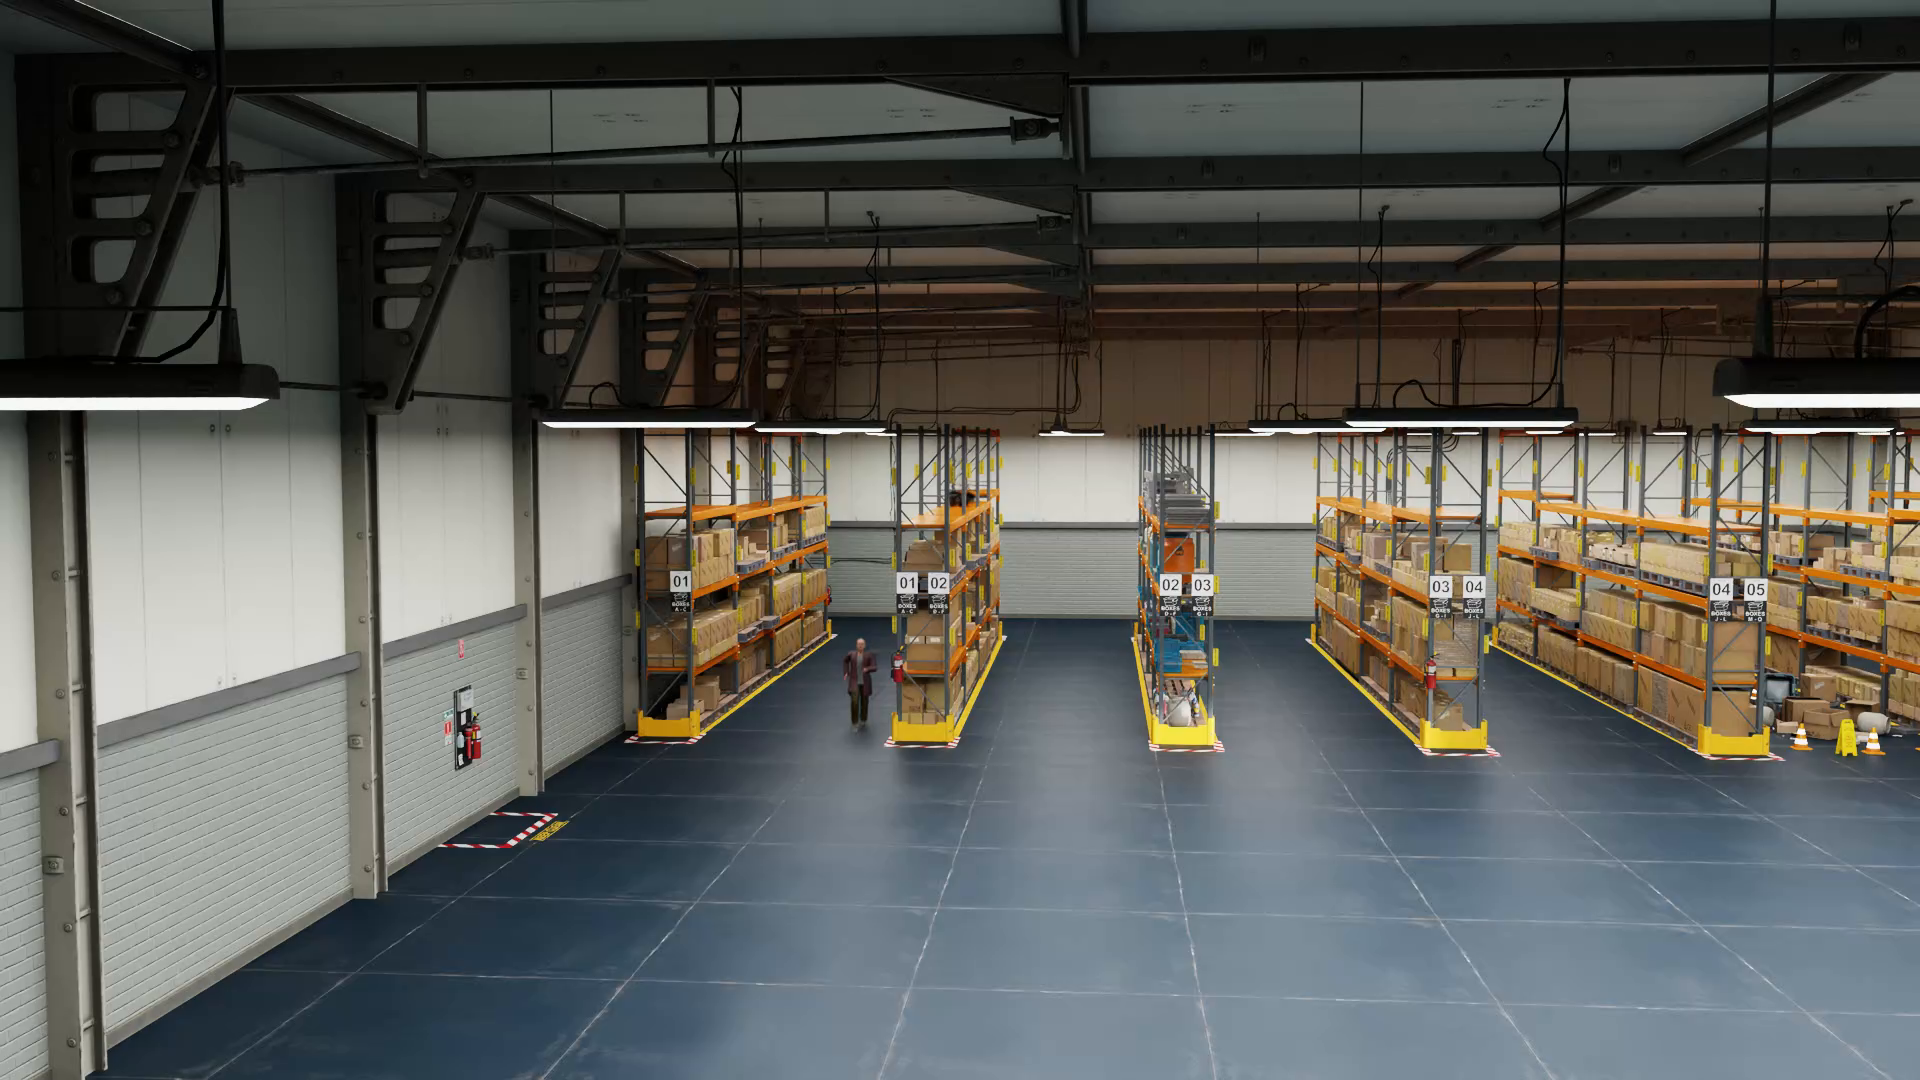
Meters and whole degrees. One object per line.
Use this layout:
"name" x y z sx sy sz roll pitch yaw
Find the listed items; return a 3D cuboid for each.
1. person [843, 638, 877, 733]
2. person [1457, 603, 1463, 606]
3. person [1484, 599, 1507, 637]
"person" -1.960 2.894 32.660 0.669 1.743 0.838 0 3 -4
"person" 13.560 2.115 45.779 0.586 1.697 0.769 0 3 3
"person" 15.402 2.039 47.558 0.859 1.521 0.592 2 4 35
